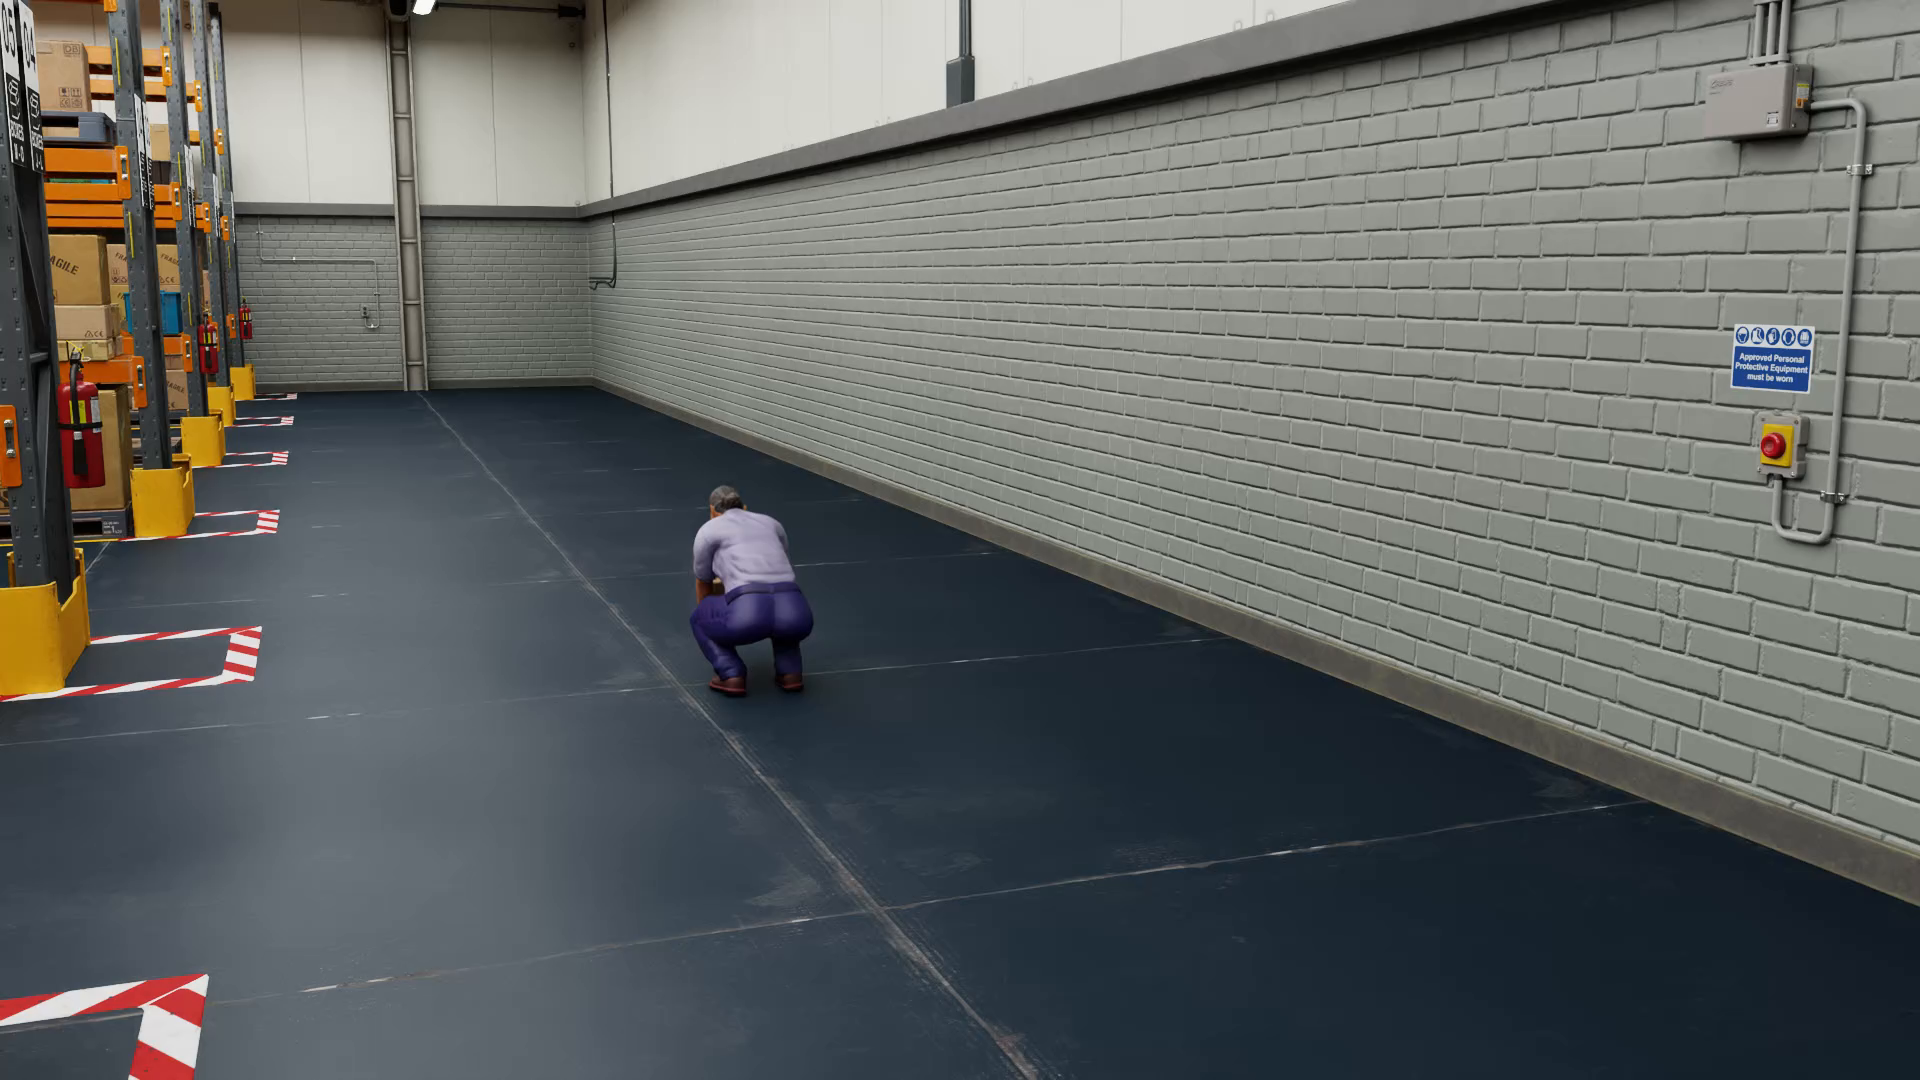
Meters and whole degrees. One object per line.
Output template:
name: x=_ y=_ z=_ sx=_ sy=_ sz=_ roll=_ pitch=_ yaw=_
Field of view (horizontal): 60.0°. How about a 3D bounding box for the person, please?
person: x=-0.999 y=0.224 z=7.842 sx=0.525 sy=0.931 sz=0.833 roll=-4 pitch=10 yaw=-21
